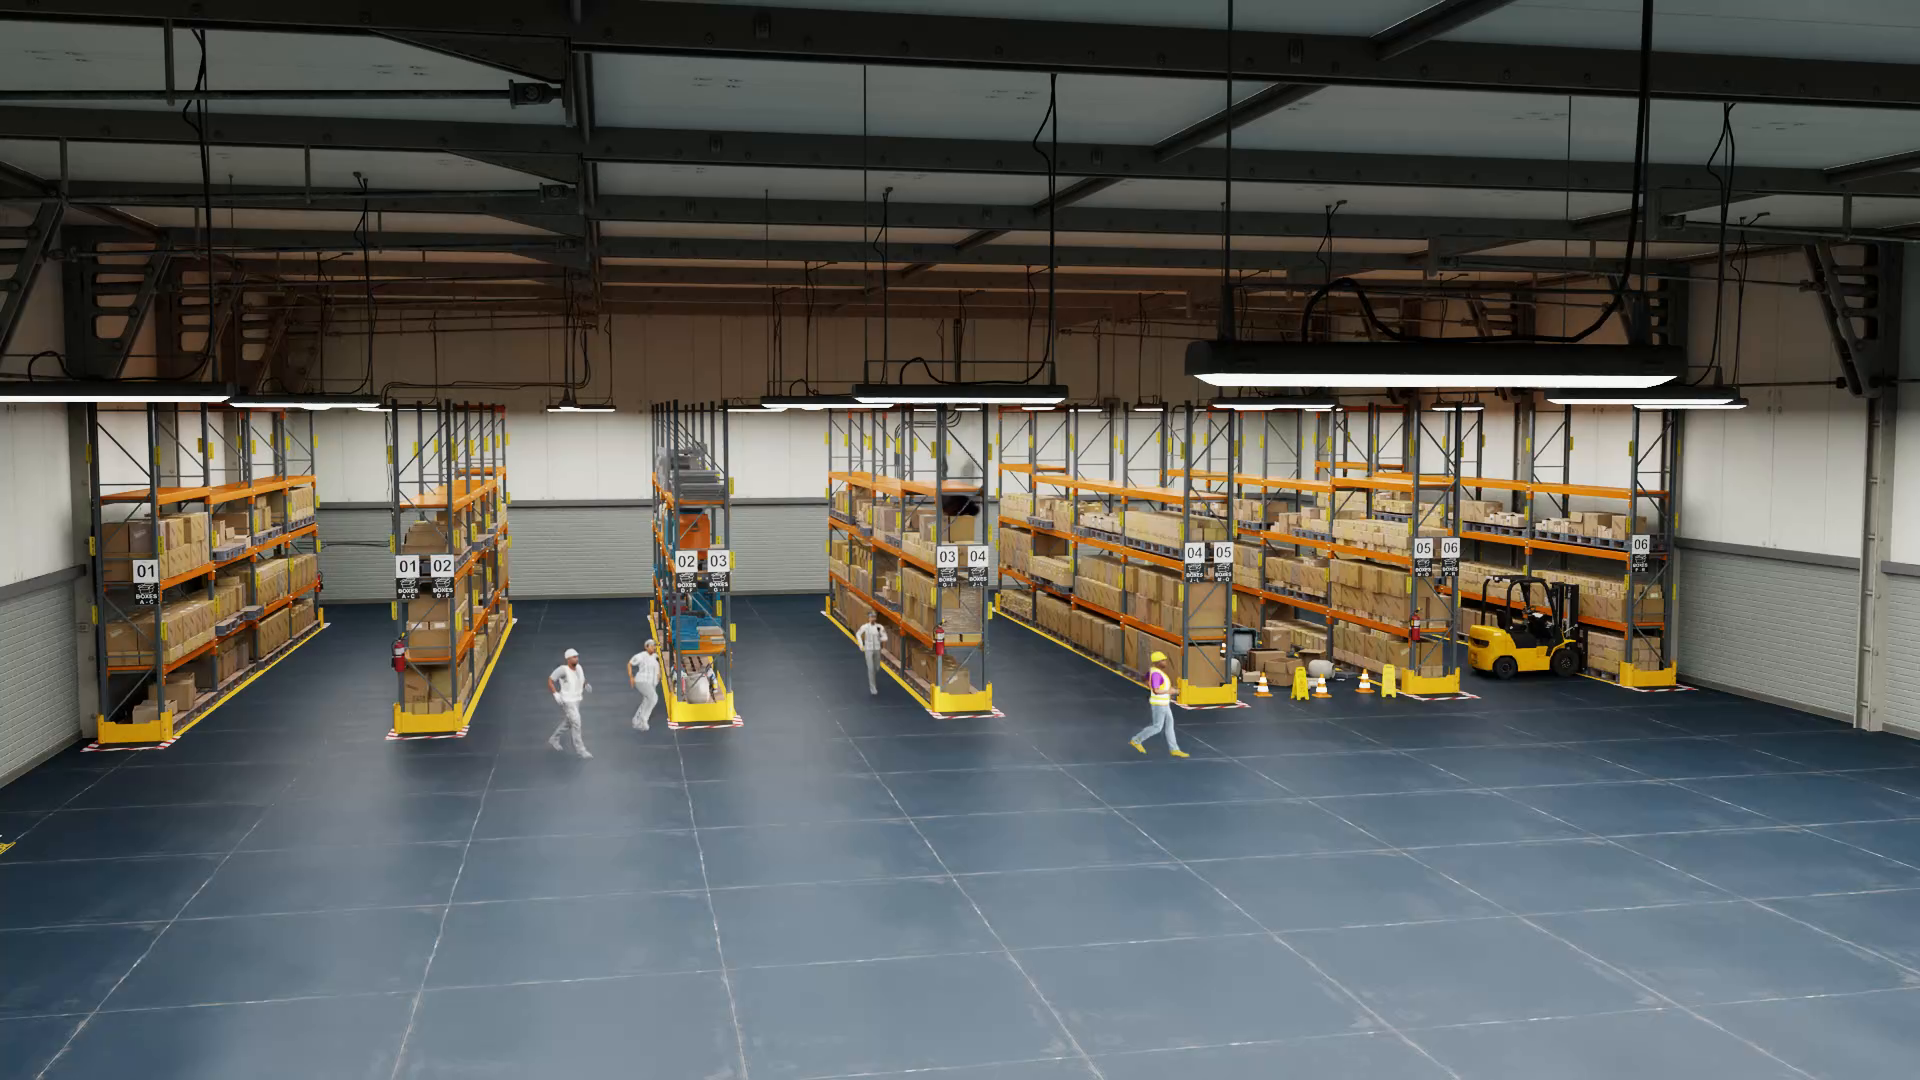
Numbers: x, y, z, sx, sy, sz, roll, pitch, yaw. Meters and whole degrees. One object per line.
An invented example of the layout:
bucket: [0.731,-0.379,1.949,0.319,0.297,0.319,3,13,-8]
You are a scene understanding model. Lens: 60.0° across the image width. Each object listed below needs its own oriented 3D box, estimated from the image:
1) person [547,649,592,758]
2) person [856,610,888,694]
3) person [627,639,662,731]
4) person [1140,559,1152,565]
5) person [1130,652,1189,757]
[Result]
person: [-6.551,2.722,27.936,0.915,1.805,0.676,2,5,20]
person: [-1.794,2.276,34.231,0.611,1.682,0.921,-1,4,-17]
person: [-5.649,2.619,30.253,0.629,1.605,0.602,3,5,35]
person: [5.787,1.135,50.898,0.874,1.528,0.598,-1,4,-10]
person: [3.322,2.732,27.631,0.970,1.760,0.698,1,4,14]
